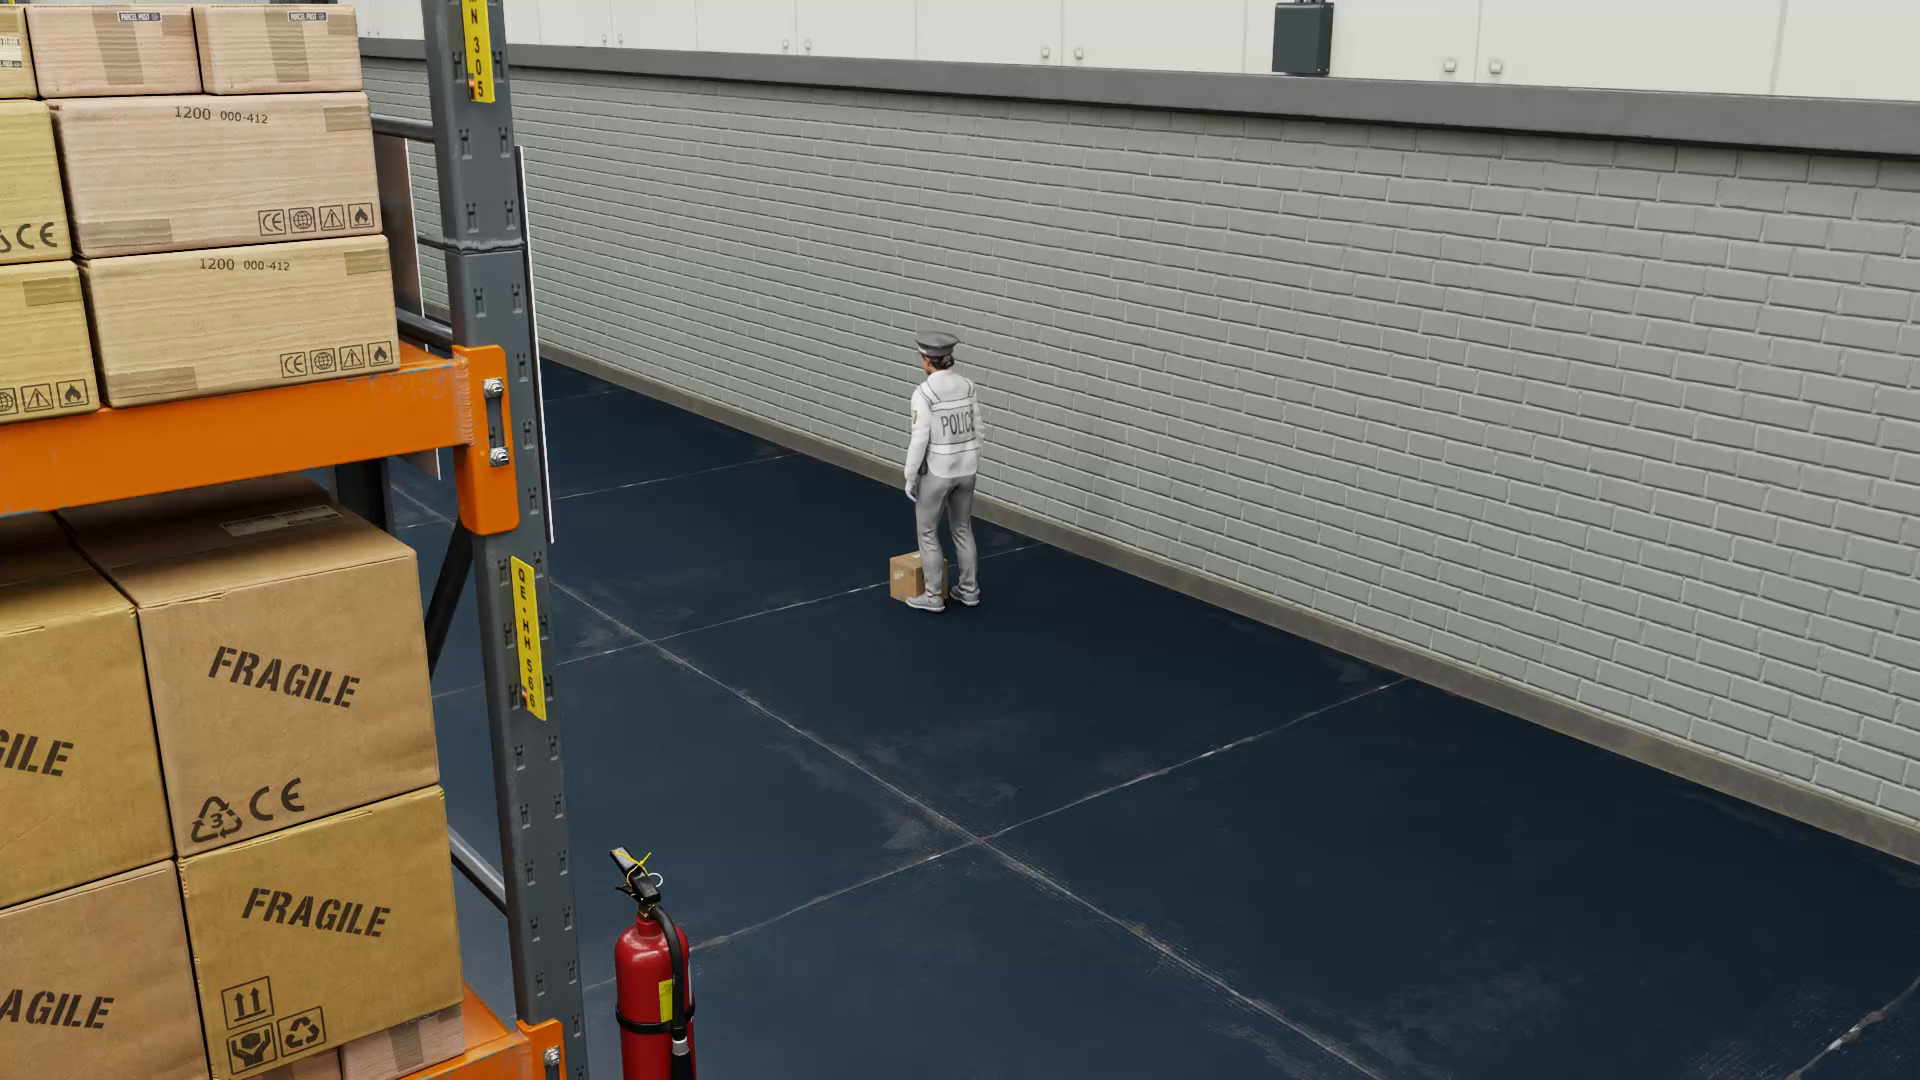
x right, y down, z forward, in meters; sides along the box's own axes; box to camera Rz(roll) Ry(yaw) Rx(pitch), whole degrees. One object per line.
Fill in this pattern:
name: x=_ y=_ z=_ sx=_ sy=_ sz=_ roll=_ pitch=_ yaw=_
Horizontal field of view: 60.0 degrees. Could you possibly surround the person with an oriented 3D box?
person: x=-0.103 y=-0.387 z=9.751 sx=0.529 sy=1.663 sz=0.403 roll=-13 pitch=22 yaw=-36
